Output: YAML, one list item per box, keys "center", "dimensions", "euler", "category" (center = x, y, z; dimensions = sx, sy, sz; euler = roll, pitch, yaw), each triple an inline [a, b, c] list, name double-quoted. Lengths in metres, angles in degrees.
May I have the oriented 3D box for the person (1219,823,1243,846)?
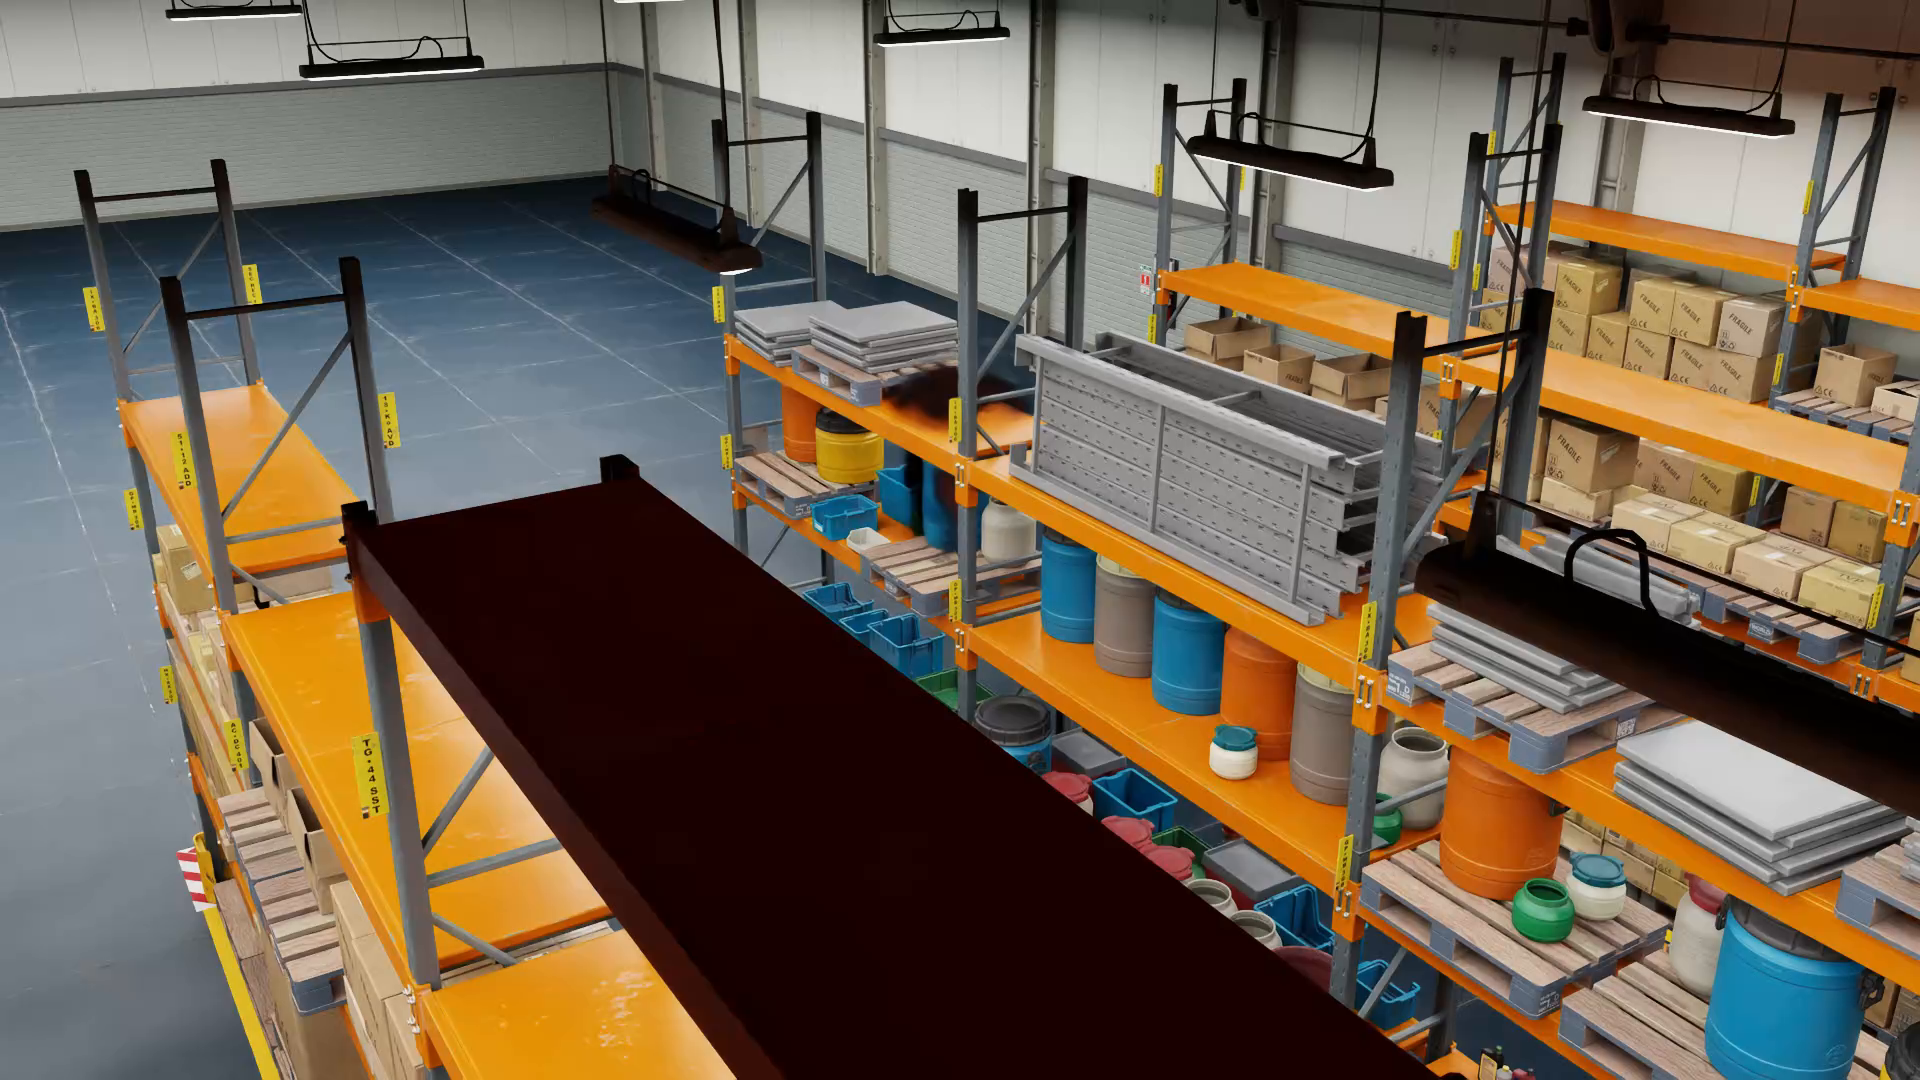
- center: [2.247, 2.411, 13.155]
  dimensions: [0.532, 1.615, 0.990]
  euler: [-11, 24, -25]
  category: "person"
